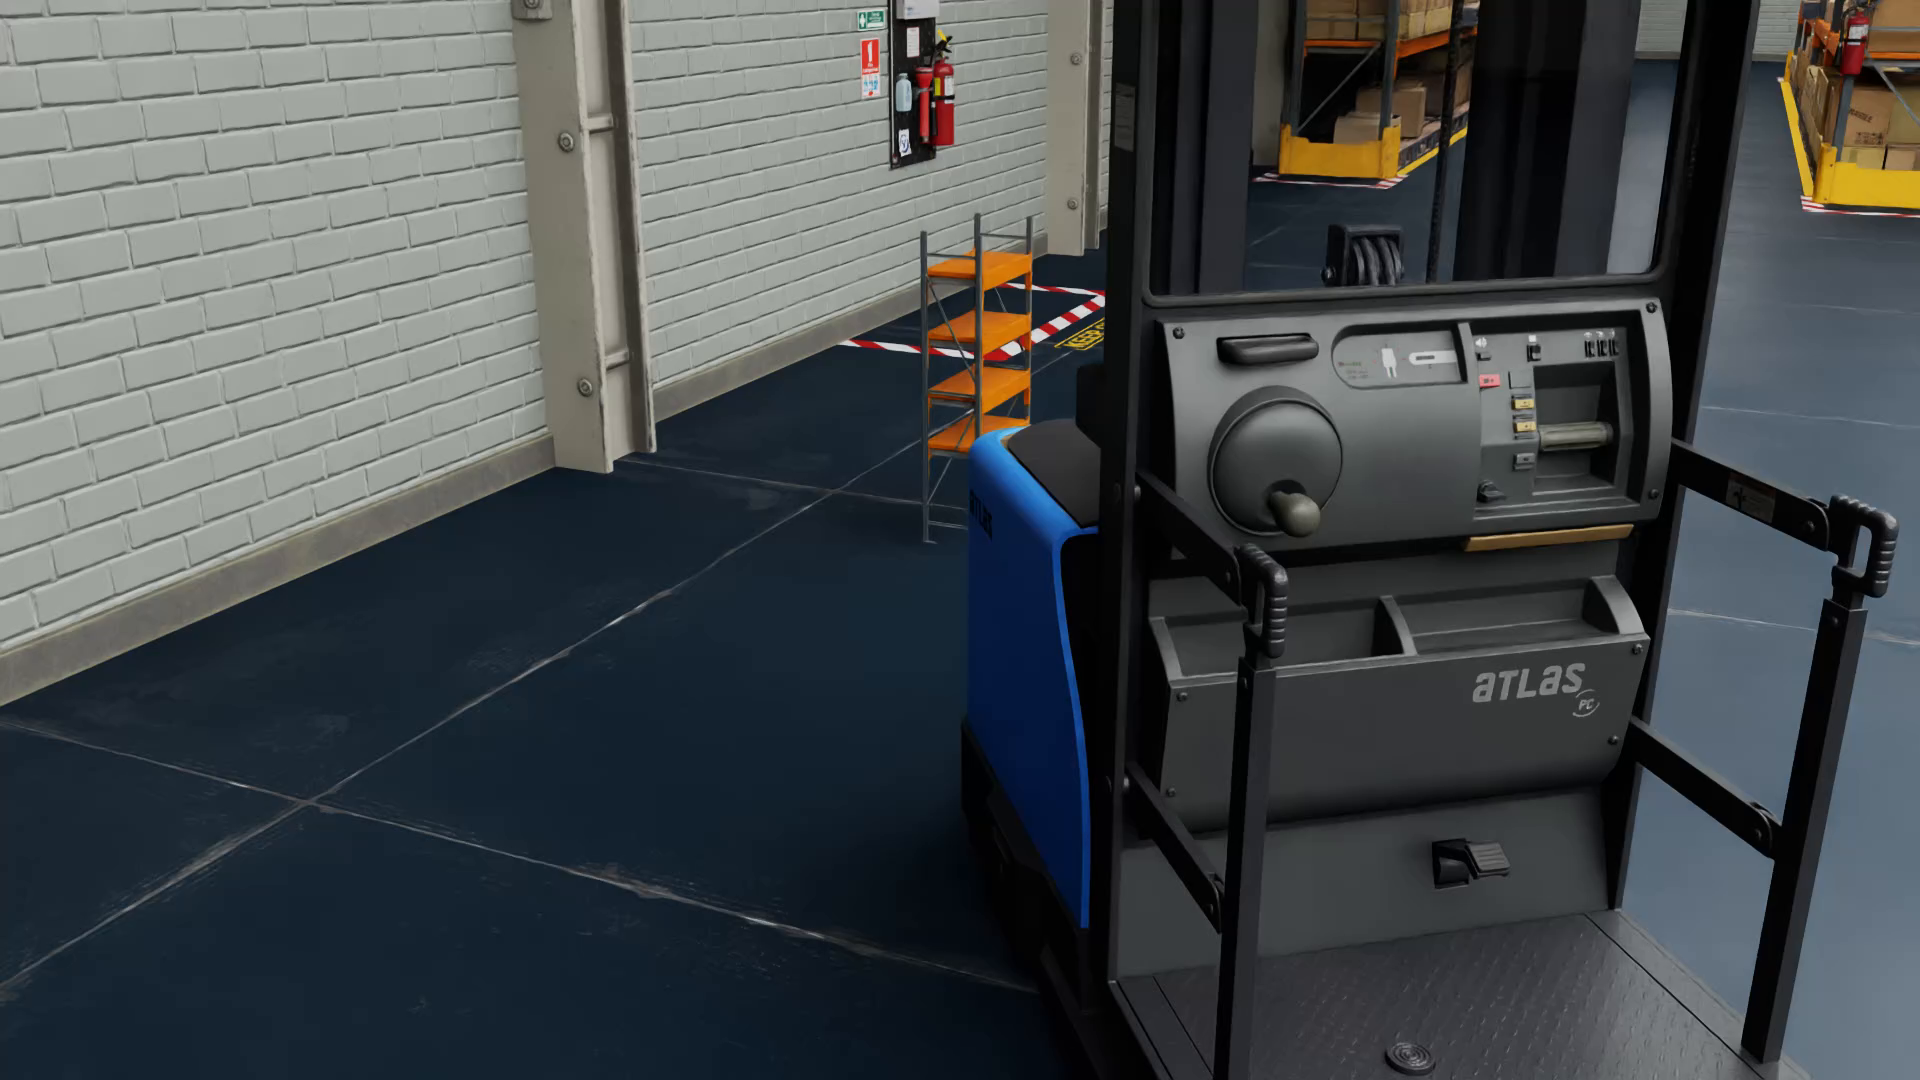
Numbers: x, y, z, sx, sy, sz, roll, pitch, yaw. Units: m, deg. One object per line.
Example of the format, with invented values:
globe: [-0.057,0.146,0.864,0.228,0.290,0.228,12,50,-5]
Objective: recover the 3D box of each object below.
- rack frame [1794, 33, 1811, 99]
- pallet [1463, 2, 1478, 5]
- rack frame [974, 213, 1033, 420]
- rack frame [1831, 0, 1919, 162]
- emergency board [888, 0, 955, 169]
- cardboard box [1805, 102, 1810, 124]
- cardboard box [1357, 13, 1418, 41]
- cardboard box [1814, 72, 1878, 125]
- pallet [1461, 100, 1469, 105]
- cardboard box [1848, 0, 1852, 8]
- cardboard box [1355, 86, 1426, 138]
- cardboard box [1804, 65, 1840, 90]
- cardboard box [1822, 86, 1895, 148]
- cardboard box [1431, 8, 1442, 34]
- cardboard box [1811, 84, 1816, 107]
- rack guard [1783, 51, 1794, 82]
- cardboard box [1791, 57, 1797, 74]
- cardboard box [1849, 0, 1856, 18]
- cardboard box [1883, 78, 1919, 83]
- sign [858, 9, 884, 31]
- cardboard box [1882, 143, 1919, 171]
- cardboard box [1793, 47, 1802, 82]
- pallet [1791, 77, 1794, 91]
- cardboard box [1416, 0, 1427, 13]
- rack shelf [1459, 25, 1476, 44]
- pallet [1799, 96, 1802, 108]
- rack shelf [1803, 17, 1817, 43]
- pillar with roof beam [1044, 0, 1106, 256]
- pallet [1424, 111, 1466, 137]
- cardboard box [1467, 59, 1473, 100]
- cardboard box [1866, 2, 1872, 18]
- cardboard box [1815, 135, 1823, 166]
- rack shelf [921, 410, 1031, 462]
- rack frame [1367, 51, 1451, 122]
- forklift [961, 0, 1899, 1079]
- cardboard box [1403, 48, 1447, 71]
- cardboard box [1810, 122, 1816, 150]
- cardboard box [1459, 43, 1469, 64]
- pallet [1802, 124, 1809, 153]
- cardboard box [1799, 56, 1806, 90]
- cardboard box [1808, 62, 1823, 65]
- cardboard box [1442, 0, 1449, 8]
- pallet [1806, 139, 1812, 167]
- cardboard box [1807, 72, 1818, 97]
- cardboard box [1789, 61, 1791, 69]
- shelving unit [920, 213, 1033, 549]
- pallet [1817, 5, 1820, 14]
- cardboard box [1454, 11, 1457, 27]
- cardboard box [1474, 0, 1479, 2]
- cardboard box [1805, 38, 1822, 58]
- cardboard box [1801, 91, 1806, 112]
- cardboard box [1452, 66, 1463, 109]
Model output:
rack frame: [13.244,-8.111,24.800,1.000,3.000,0.127,9,21,23]
pallet: [6.311,-6.866,21.584,1.003,0.211,1.213,9,21,23]
rack frame: [0.168,-0.691,6.620,0.240,1.200,0.015,9,21,23]
rack frame: [8.330,-4.443,14.485,1.000,3.000,0.127,9,21,23]
emergency board: [-0.197,-2.870,10.061,0.194,1.169,0.643,9,21,23]
cardboard box: [10.291,-5.045,19.656,0.500,0.250,0.500,9,21,24]
cardboard box: [4.298,-5.166,16.712,0.500,0.250,0.500,8,21,21]
cardboard box: [9.083,-4.517,17.050,0.500,0.500,0.500,9,21,23]
pallet: [6.763,-6.014,23.066,1.003,0.211,1.213,9,21,23]
cardboard box: [10.933,-6.420,19.896,0.500,0.500,0.500,7,21,20]
cardboard box: [4.754,-4.742,18.399,0.700,0.500,0.500,7,21,19]
cardboard box: [11.123,-5.935,21.321,0.500,0.311,0.500,9,22,25]
cardboard box: [8.278,-3.903,15.325,0.500,0.500,0.500,9,21,23]
cardboard box: [4.921,-5.636,18.033,0.500,0.250,0.500,9,21,23]
cardboard box: [9.872,-4.995,18.678,0.500,0.311,0.500,9,21,23]
rack guard: [14.850,-8.133,28.592,1.175,0.500,0.348,9,21,23]
cardboard box: [13.991,-7.813,27.408,0.500,0.250,0.500,9,21,23]
cardboard box: [9.792,-5.576,17.523,0.700,0.500,0.500,8,21,21]
cardboard box: [9.369,-4.290,16.413,0.500,0.500,0.500,9,21,23]
sign: [-0.508,-2.982,9.532,0.001,0.109,0.331,9,21,23]
cardboard box: [8.752,-3.479,15.250,0.500,0.250,0.500,9,21,23]
cardboard box: [13.218,-7.354,25.744,0.500,0.500,0.500,9,21,23]
pallet: [14.024,-7.381,26.909,1.003,0.211,1.213,9,21,23]
cardboard box: [4.490,-5.668,17.004,0.500,0.500,0.500,9,21,23]
rack shelf: [6.266,-6.617,21.671,1.077,0.370,4.000,9,21,23]
pallet: [12.447,-6.169,23.501,1.003,0.211,1.213,9,21,23]
rack shelf: [12.425,-7.161,23.201,1.077,0.370,4.000,9,21,23]
pillar with roof beam: [4.777,-5.856,9.505,9.100,9.000,0.400,9,21,23]
pallet: [5.764,-5.269,20.968,1.003,0.211,1.213,9,21,23]
cardboard box: [6.837,-6.369,22.976,0.700,0.500,0.500,9,21,23]
cardboard box: [8.743,-4.792,15.318,0.700,0.500,0.500,9,22,24]
cardboard box: [8.473,-3.704,15.885,0.500,0.250,0.500,9,21,23]
rack shelf: [0.068,-0.365,6.499,0.258,0.148,0.480,9,21,23]
rack frame: [5.447,-6.344,19.831,1.000,3.000,0.127,9,21,23]
forklift: [0.845,-0.198,2.651,1.130,2.935,3.031,-5,20,-13]
cardboard box: [5.910,-6.089,21.070,0.500,0.250,0.500,8,21,22]
cardboard box: [9.082,-4.164,17.176,0.500,0.250,0.500,9,21,23]
cardboard box: [6.547,-6.557,22.384,0.500,0.250,0.500,9,21,24]
pallet: [10.234,-4.582,19.039,1.003,0.211,1.213,9,21,23]
cardboard box: [12.403,-6.710,23.934,0.500,0.500,0.500,9,21,23]
cardboard box: [11.774,-6.236,22.601,0.500,0.500,0.500,9,22,25]
cardboard box: [5.120,-6.143,18.342,0.500,0.500,0.500,8,21,21]
pallet: [9.604,-4.114,17.723,1.003,0.211,1.213,9,21,23]
cardboard box: [10.495,-5.461,19.987,0.500,0.311,0.500,8,21,22]
cardboard box: [14.396,-8.117,28.415,0.380,0.149,0.250,9,21,23]
shelving unit: [0.068,-0.616,6.410,0.258,1.200,0.503,9,21,23]
pallet: [12.398,-7.393,23.067,1.003,0.211,1.213,9,21,23]
cardboard box: [5.529,-6.097,19.329,0.500,0.250,0.500,9,21,23]
cardboard box: [6.411,-7.292,21.692,0.700,0.500,0.500,9,21,23]
cardboard box: [12.209,-6.920,23.406,0.500,0.250,0.500,8,21,22]
cardboard box: [10.918,-5.517,20.983,0.500,0.250,0.500,8,21,21]
cardboard box: [6.145,-5.916,21.702,0.700,0.500,0.500,9,21,23]
